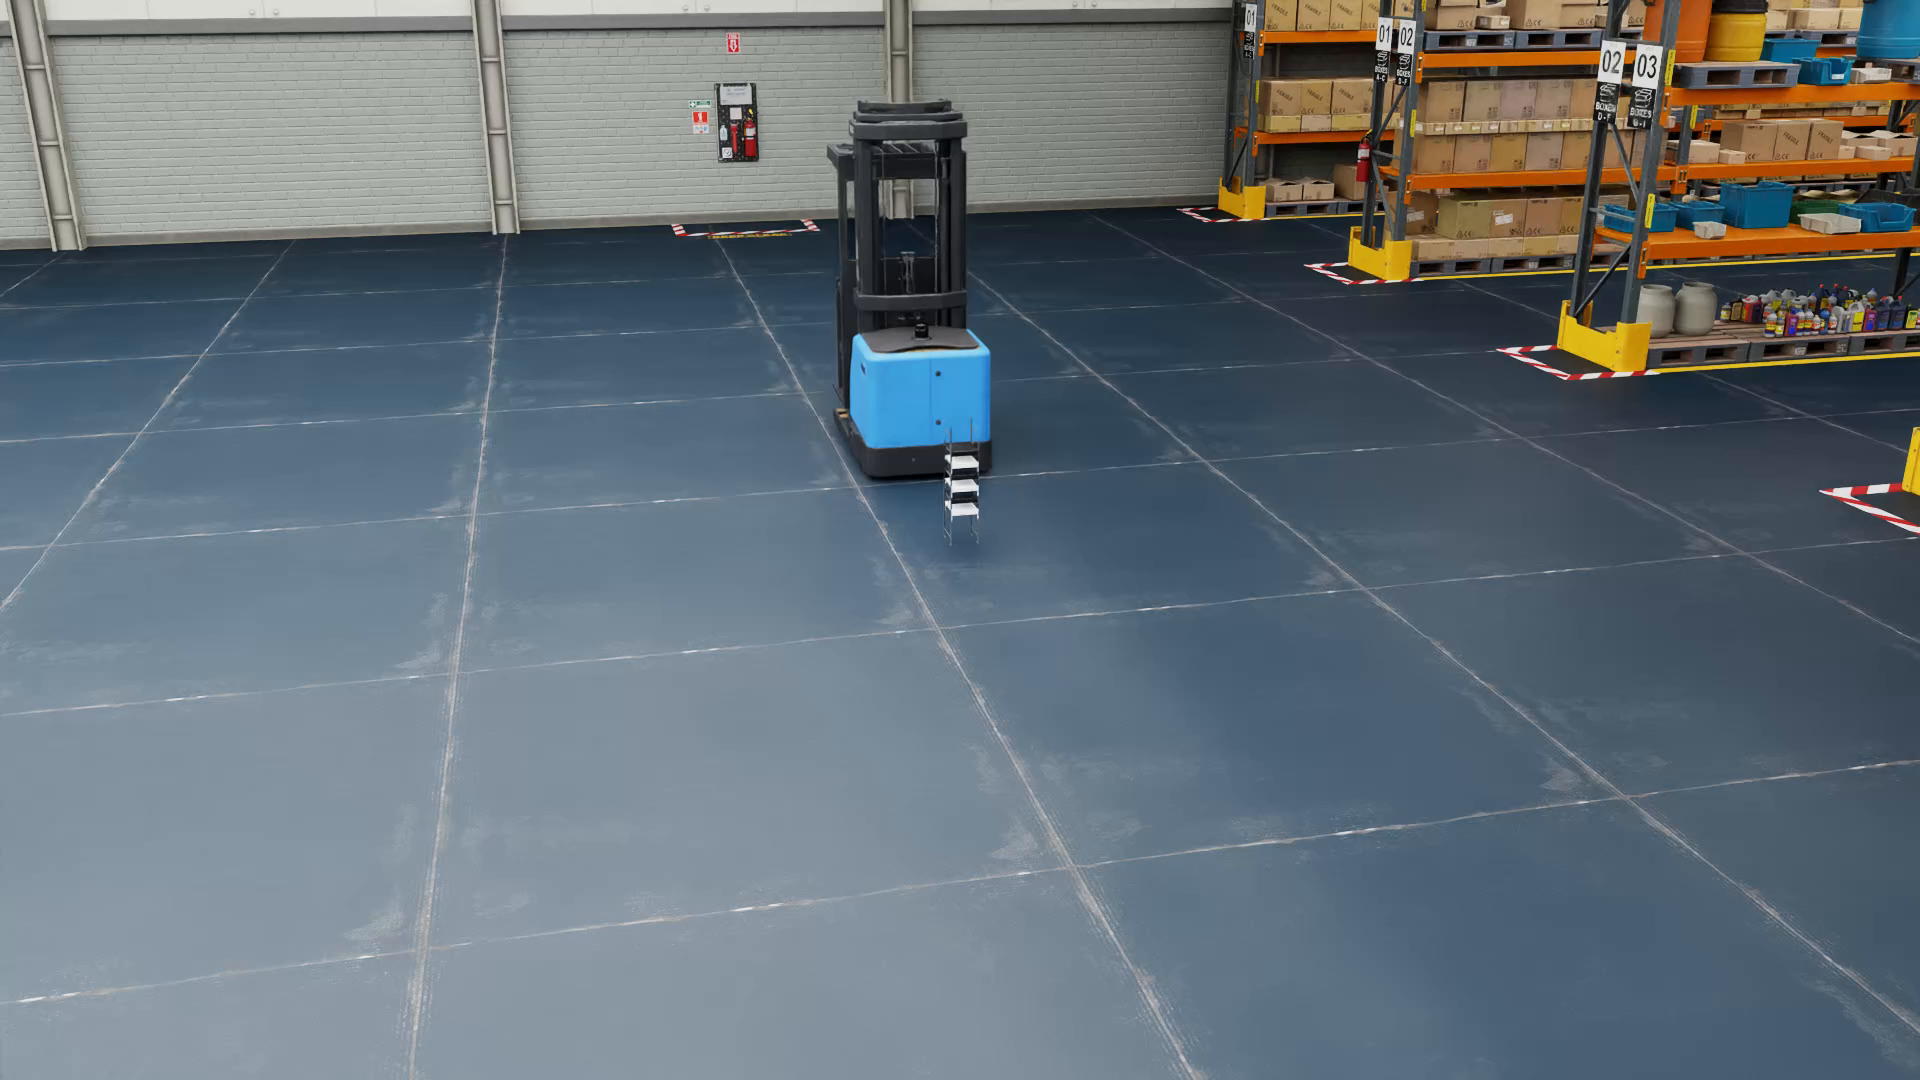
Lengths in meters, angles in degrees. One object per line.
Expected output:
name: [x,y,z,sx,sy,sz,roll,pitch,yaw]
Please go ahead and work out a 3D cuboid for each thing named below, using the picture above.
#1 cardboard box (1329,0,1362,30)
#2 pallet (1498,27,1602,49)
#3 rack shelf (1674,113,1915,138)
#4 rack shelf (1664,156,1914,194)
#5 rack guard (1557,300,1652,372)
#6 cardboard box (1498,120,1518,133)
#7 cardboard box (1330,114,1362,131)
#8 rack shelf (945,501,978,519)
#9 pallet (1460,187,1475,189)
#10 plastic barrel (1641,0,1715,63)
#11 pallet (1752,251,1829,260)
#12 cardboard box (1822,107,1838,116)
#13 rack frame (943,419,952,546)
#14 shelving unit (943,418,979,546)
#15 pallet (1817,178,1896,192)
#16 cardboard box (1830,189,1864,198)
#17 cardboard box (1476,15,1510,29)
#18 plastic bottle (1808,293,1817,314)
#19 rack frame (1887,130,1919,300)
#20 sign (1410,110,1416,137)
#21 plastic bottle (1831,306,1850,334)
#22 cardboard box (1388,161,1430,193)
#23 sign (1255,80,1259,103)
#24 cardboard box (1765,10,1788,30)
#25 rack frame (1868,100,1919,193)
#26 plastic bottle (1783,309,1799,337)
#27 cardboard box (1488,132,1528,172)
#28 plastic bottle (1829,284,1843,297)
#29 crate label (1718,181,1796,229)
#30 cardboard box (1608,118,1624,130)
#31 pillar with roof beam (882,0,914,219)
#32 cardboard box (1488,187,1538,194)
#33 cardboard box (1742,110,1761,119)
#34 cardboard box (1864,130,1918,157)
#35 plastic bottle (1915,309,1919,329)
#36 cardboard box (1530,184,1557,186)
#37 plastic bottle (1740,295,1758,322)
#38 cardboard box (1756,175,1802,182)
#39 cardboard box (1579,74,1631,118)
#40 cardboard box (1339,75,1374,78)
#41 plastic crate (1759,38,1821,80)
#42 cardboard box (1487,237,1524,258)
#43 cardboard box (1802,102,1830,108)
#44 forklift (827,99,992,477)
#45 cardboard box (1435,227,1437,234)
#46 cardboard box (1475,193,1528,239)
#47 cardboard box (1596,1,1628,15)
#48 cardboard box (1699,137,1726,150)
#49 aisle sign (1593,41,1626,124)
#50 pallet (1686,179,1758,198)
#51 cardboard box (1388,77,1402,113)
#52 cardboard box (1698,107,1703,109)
cardboard box: [5.829,-8.103,25.537,0.500,0.500,0.500,-4,20,-10]
pallet: [7.438,-6.476,21.400,1.213,0.211,1.003,-5,21,-12]
rack shelf: [14.142,-7.076,28.315,4.000,0.370,1.077,-5,21,-12]
rack shelf: [11.393,-5.101,22.925,4.000,0.370,1.077,-5,21,-12]
rack guard: [6.753,-2.154,17.467,0.348,0.500,1.175,-5,21,-12]
cardboard box: [6.990,-5.357,21.489,0.250,0.149,0.380,-5,21,-14]
cardboard box: [5.958,-6.577,26.098,0.500,0.250,0.500,-5,21,-13]
rack shelf: [0.008,-0.223,12.235,0.200,0.077,0.258,-5,21,-12]
pallet: [9.061,-5.691,27.544,1.213,0.211,1.003,-5,21,-12]
plastic barrel: [7.134,-5.194,16.537,0.708,0.830,0.600,-5,21,-12]
pallet: [11.344,-4.140,23.311,1.213,0.211,1.003,-5,21,-12]
cardboard box: [14.578,-7.256,28.097,0.250,0.149,0.380,-5,21,-14]
rack frame: [-0.091,-0.415,12.140,0.006,0.900,0.240,-5,21,-12]
shelving unit: [0.008,-0.423,12.162,0.210,0.900,0.258,-5,21,-12]
pallet: [15.355,-6.176,28.868,1.213,0.211,1.003,-5,21,-12]
cardboard box: [12.762,-4.824,23.693,0.500,0.311,0.500,-4,20,-11]
cardboard box: [6.740,-6.552,21.029,0.250,0.149,0.380,-5,21,-12]
plastic bottle: [9.384,-2.584,18.334,0.097,0.271,0.097,0,20,0]
rack frame: [10.583,-3.622,17.842,0.127,3.000,1.000,-5,21,-12]
sign: [5.676,-5.221,20.834,0.005,0.325,0.100,-5,21,-12]
plastic bottle: [9.362,-2.350,17.690,0.135,0.276,0.152,-4,21,-11]
cardboard box: [7.302,-5.876,26.989,0.500,0.500,0.500,-6,21,-17]
sign: [4.536,-6.847,25.386,0.005,0.325,0.100,-5,21,-12]
cardboard box: [10.582,-6.906,22.053,0.500,0.250,0.500,-7,21,-18]
rack frame: [16.089,-7.572,28.624,0.127,3.000,1.000,-5,21,-12]
plastic bottle: [8.751,-2.288,17.509,0.133,0.283,0.061,-4,21,-12]
cardboard box: [7.006,-5.124,21.797,0.500,0.500,0.700,-5,21,-12]
plastic bottle: [9.702,-2.660,18.427,0.185,0.351,0.144,-4,21,-11]
crate label: [8.419,-3.559,17.617,0.616,0.435,0.502,-5,21,-12]
cardboard box: [8.481,-5.477,21.818,0.250,0.149,0.380,-5,21,-13]
pillar with roof beam: [0.044,-7.868,20.710,0.400,9.000,9.100,-5,21,-12]
cardboard box: [7.464,-4.488,22.501,0.500,0.500,0.500,-5,21,-12]
cardboard box: [13.095,-7.105,27.685,0.250,0.149,0.380,-4,20,-11]
cardboard box: [12.975,-5.541,23.210,0.500,0.311,0.500,-3,20,-9]
plastic bottle: [10.302,-2.382,17.885,0.097,0.201,0.097,0,20,0]
cardboard box: [9.507,-6.093,27.581,0.500,0.500,0.700,-5,21,-14]
plastic bottle: [8.628,-2.536,18.198,0.135,0.276,0.152,-4,21,-12]
cardboard box: [13.796,-6.524,28.279,0.750,0.750,0.750,-5,21,-13]
cardboard box: [8.525,-5.859,21.917,0.500,0.500,0.700,-5,21,-13]
cardboard box: [6.305,-7.140,26.545,0.500,0.500,0.500,-4,21,-12]
plastic crate: [8.477,-4.958,17.152,0.575,0.384,0.392,-5,21,-12]
cardboard box: [7.100,-3.918,22.037,0.500,0.250,0.500,-5,21,-12]
cardboard box: [14.227,-7.525,27.889,0.500,0.500,0.500,-4,21,-11]
forklift: [-0.539,-2.361,14.499,1.130,2.935,3.031,-4,21,-11]
cardboard box: [6.492,-4.055,22.411,0.500,0.250,0.500,-5,21,-12]
cardboard box: [7.097,-4.274,21.919,0.500,0.500,0.500,-5,21,-12]
cardboard box: [8.370,-6.916,21.788,0.500,0.311,0.500,-6,21,-15]
cardboard box: [10.260,-5.349,22.750,0.258,0.266,0.396,-5,21,-14]
aisle sign: [6.552,-4.620,16.787,0.004,0.787,0.394,-5,21,-12]
pallet: [12.980,-5.983,28.341,1.213,0.211,1.003,-5,21,-12]
cardboard box: [6.937,-7.011,26.192,0.500,0.500,0.500,-5,21,-14]
cardboard box: [12.454,-7.258,28.104,0.250,0.149,0.380,-4,21,-12]
